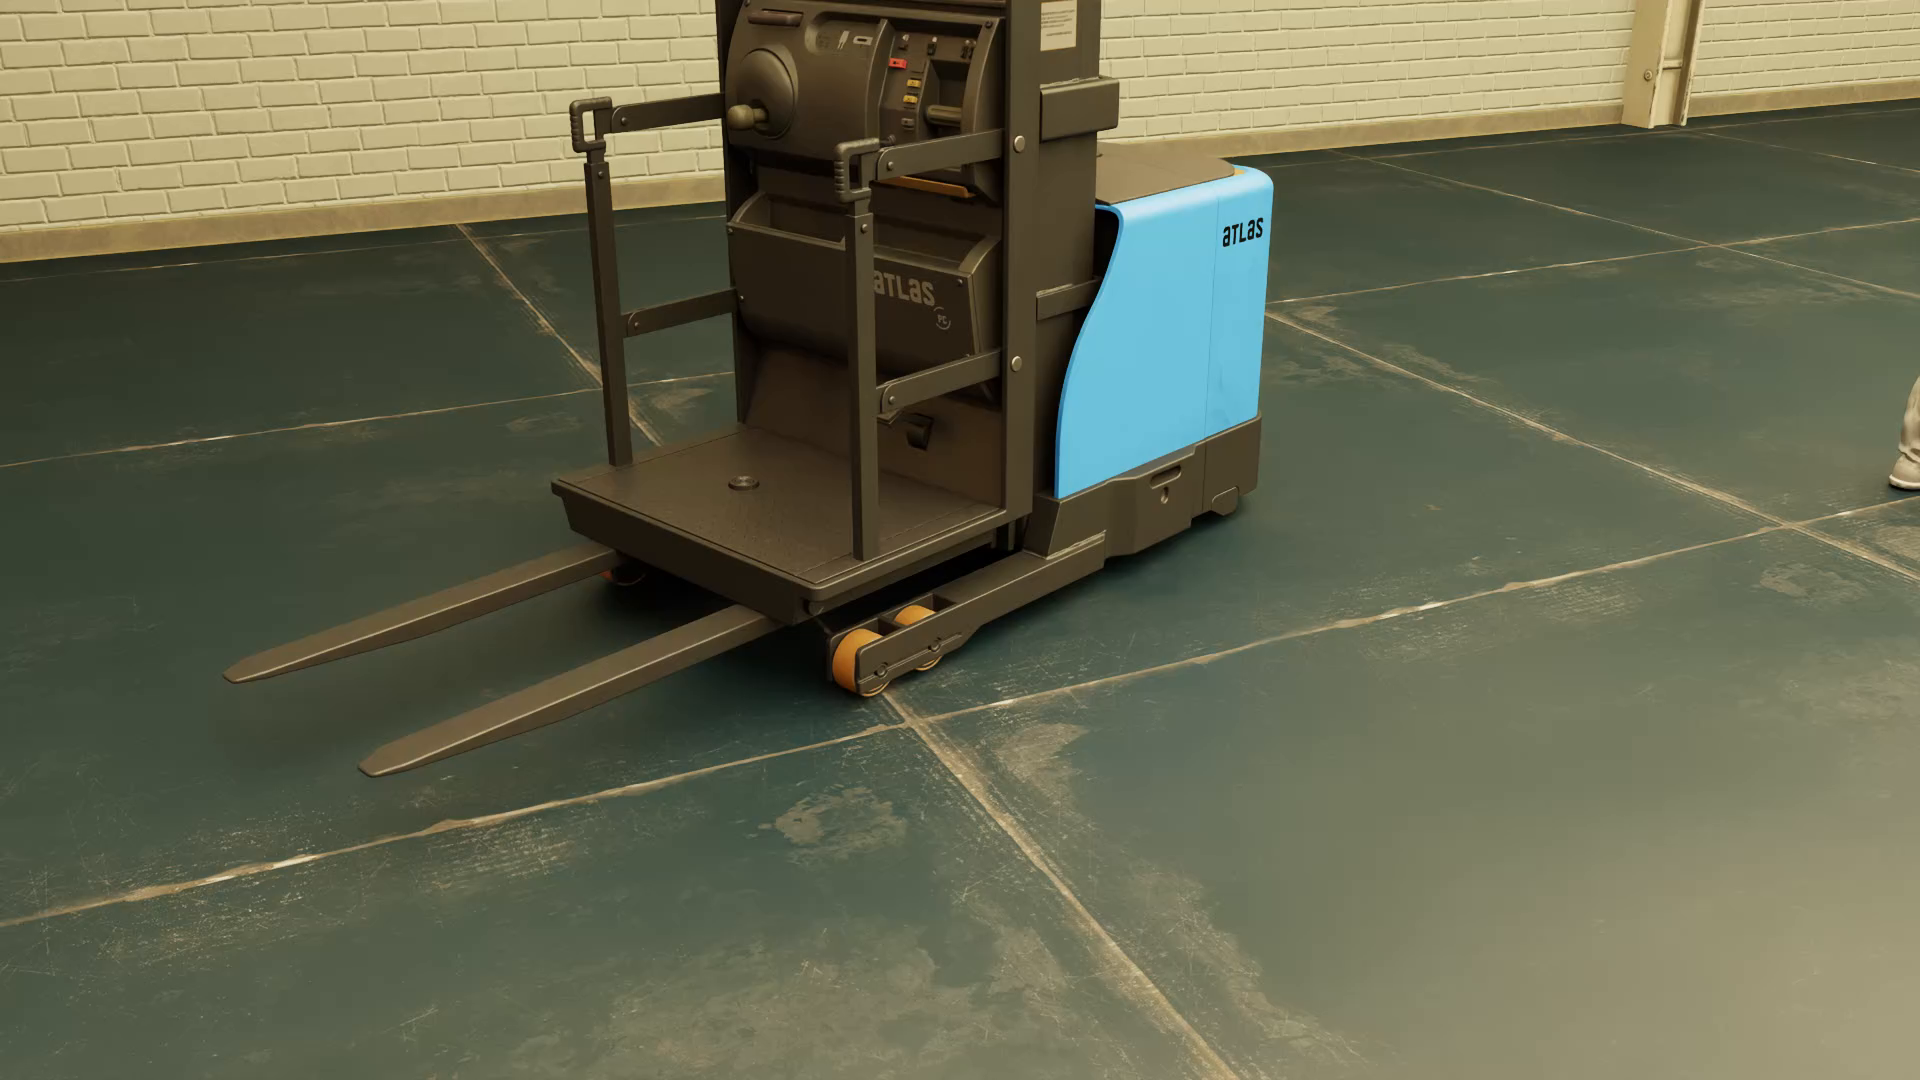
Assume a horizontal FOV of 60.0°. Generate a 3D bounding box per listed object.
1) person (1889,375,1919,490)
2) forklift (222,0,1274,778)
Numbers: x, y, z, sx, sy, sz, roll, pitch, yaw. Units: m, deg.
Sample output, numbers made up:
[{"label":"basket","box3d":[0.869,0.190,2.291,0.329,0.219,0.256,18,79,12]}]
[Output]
[{"label":"person","box3d":[3.212,-0.912,5.136,0.374,1.665,0.547,-3,23,-8]},{"label":"forklift","box3d":[-0.413,-1.182,4.131,1.130,2.935,3.031,19,29,39]}]
